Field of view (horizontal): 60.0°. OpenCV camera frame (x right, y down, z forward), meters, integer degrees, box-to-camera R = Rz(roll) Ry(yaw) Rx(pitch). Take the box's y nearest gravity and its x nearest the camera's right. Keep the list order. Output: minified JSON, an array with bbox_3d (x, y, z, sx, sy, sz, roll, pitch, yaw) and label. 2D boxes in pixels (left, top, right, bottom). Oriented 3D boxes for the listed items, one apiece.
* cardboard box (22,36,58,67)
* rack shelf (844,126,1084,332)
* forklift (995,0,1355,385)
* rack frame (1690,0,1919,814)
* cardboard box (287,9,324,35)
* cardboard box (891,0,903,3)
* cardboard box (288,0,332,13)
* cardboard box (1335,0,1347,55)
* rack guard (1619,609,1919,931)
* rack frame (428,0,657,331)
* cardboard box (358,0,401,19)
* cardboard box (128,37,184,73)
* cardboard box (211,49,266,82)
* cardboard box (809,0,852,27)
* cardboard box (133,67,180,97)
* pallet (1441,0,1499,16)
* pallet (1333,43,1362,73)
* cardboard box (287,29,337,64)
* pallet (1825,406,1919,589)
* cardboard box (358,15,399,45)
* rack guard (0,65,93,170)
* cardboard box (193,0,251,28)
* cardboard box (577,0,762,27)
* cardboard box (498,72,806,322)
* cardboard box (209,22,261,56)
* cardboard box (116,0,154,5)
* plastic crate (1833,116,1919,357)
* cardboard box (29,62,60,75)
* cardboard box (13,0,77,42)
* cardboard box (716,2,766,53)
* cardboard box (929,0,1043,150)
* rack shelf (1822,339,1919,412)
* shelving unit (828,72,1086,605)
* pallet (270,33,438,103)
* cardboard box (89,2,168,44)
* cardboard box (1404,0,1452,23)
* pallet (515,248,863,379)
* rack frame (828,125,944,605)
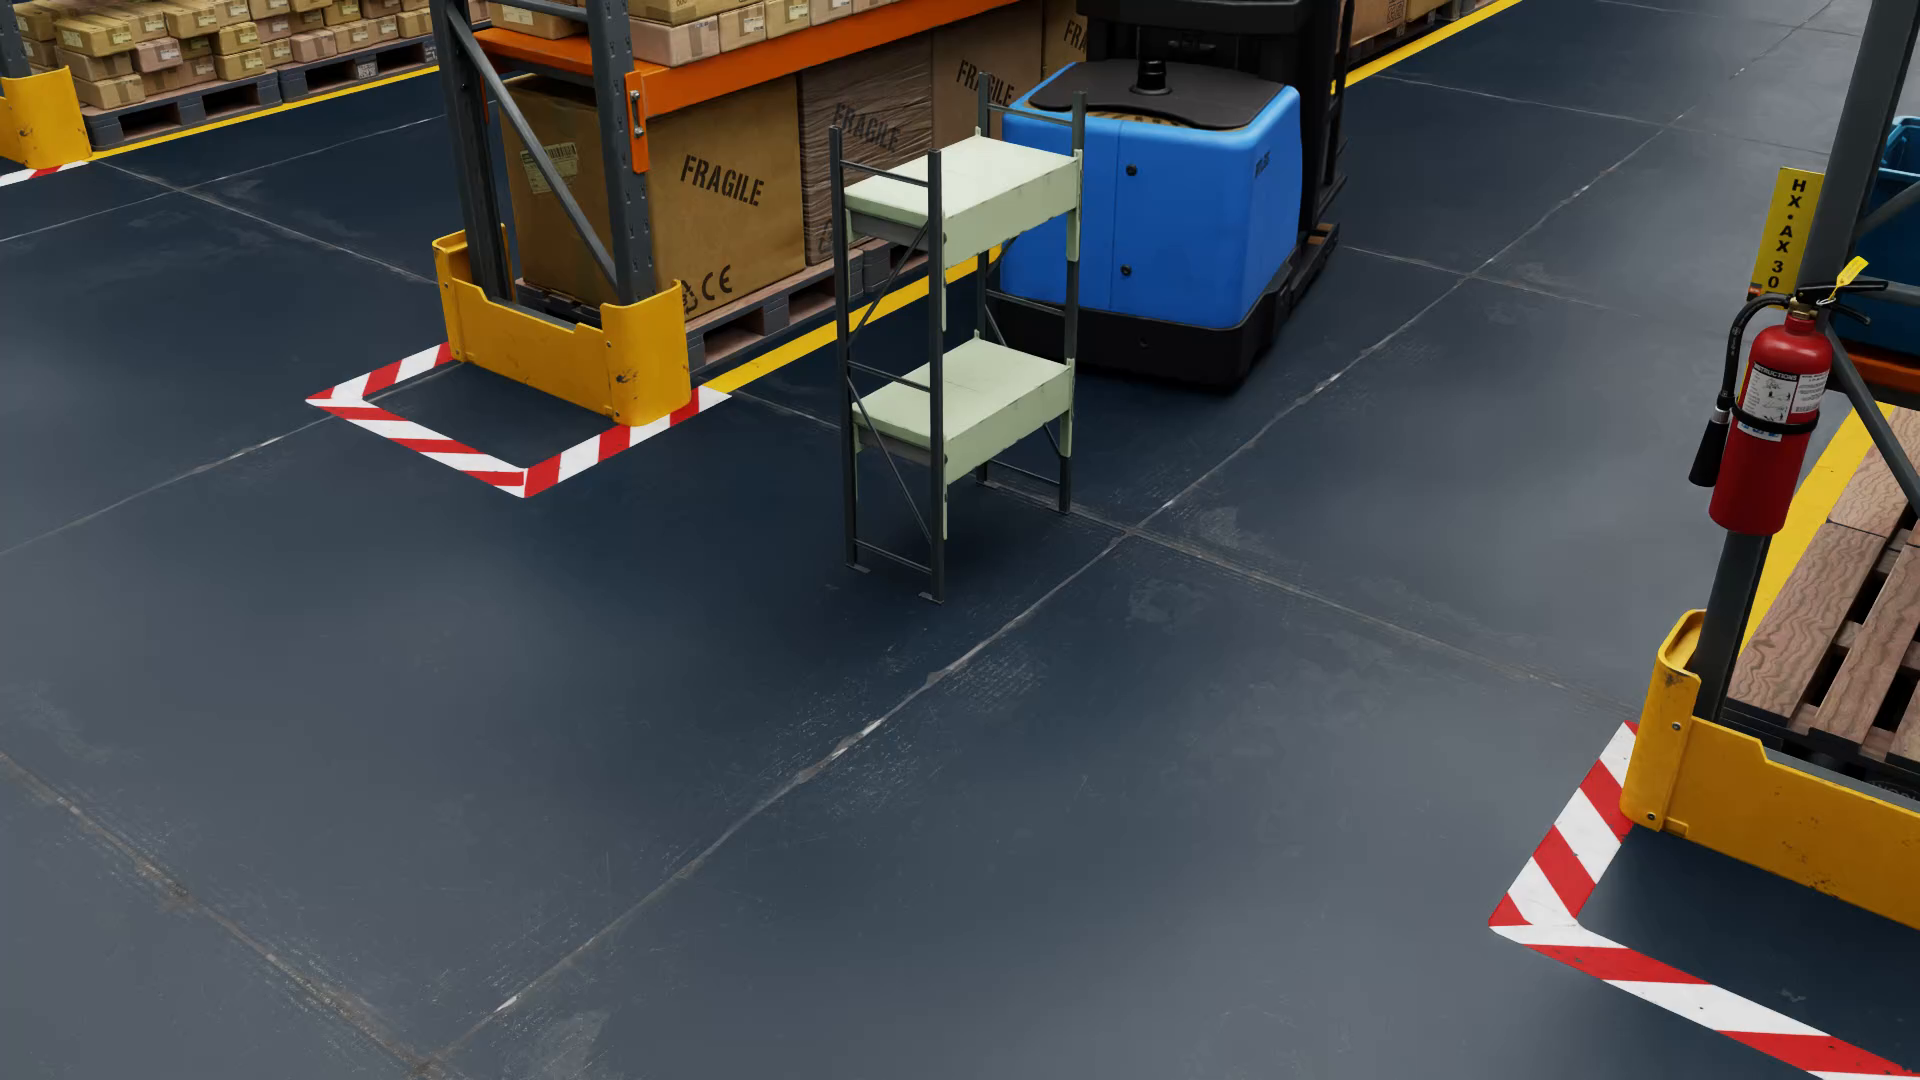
[{"bbox_3d":[-5.412,-2.930,9.844,0.380,0.149,0.250,20,36,30],"label":"cardboard box"},{"bbox_3d":[0.004,-0.984,5.173,0.431,0.370,0.720,21,37,31],"label":"rack shelf"},{"bbox_3d":[1.194,-2.616,7.290,1.130,2.935,3.031,12,33,20],"label":"forklift"},{"bbox_3d":[2.339,-0.454,3.573,1.000,3.000,0.127,21,37,31],"label":"rack frame"},{"bbox_3d":[-4.238,-3.313,10.491,0.380,0.149,0.250,23,38,34],"label":"cardboard box"},{"bbox_3d":[-0.358,-2.436,7.164,0.380,0.149,0.250,21,36,31],"label":"cardboard box"},{"bbox_3d":[-4.137,-3.405,10.354,0.380,0.149,0.250,22,37,32],"label":"cardboard box"},{"bbox_3d":[1.714,-3.500,10.386,1.225,0.875,0.875,20,36,30],"label":"cardboard box"},{"bbox_3d":[2.335,0.636,4.187,1.175,0.500,0.348,21,37,31],"label":"rack guard"},{"bbox_3d":[-1.610,-1.978,6.145,1.000,3.000,0.127,21,37,31],"label":"rack frame"},{"bbox_3d":[-3.872,-3.515,10.832,0.380,0.149,0.250,19,36,29],"label":"cardboard box"},{"bbox_3d":[-4.772,-2.855,9.719,0.380,0.149,0.250,21,37,31],"label":"cardboard box"},{"bbox_3d":[-4.453,-2.919,10.117,0.380,0.149,0.250,22,37,32],"label":"cardboard box"},{"bbox_3d":[-0.668,-2.228,6.813,0.380,0.149,0.250,20,36,31],"label":"cardboard box"},{"bbox_3d":[-4.839,-2.746,9.825,0.380,0.149,0.250,21,37,31],"label":"cardboard box"},{"bbox_3d":[3.692,-4.347,12.878,1.003,0.211,1.213,21,37,31],"label":"pallet"},{"bbox_3d":[1.946,-3.239,11.008,1.003,0.211,1.213,21,37,31],"label":"pallet"},{"bbox_3d":[-4.155,-3.126,10.468,0.380,0.149,0.250,19,36,29],"label":"cardboard box"},{"bbox_3d":[3.605,-0.071,5.663,1.003,0.211,1.213,21,37,31],"label":"pallet"},{"bbox_3d":[-3.890,-3.355,10.854,0.380,0.149,0.250,22,37,32],"label":"cardboard box"},{"bbox_3d":[-5.457,-2.501,9.480,1.175,0.500,0.348,21,37,31],"label":"rack guard"},{"bbox_3d":[-4.508,-3.202,10.012,0.380,0.149,0.250,19,36,29],"label":"cardboard box"},{"bbox_3d":[-1.105,-2.153,6.297,0.500,0.250,0.500,20,36,30],"label":"cardboard box"},{"bbox_3d":[-1.287,-1.529,7.060,0.875,0.875,0.875,21,37,31],"label":"cardboard box"},{"bbox_3d":[-4.453,-3.053,10.052,0.380,0.149,0.250,22,37,33],"label":"cardboard box"},{"bbox_3d":[-5.133,-3.278,10.139,0.380,0.149,0.250,20,36,30],"label":"cardboard box"},{"bbox_3d":[2.392,-0.688,3.875,0.616,0.435,0.499,21,37,31],"label":"plastic crate"},{"bbox_3d":[-5.352,-2.778,9.879,0.380,0.149,0.250,22,37,32],"label":"cardboard box"},{"bbox_3d":[-5.386,-3.049,9.753,0.380,0.149,0.250,22,37,32],"label":"cardboard box"},{"bbox_3d":[-0.979,-2.017,6.458,0.380,0.149,0.250,21,36,31],"label":"cardboard box"},{"bbox_3d":[-0.201,-2.261,8.295,0.875,0.875,0.875,21,37,31],"label":"cardboard box"},{"bbox_3d":[3.546,-0.957,5.128,1.077,0.370,4.000,21,37,31],"label":"rack shelf"},{"bbox_3d":[0.004,-0.648,5.372,0.431,1.500,0.755,21,37,31],"label":"shelving unit"},{"bbox_3d":[-4.202,-3.190,10.925,1.003,0.211,1.213,21,37,31],"label":"pallet"},{"bbox_3d":[-4.846,-3.013,9.693,0.380,0.149,0.250,22,37,32],"label":"cardboard box"},{"bbox_3d":[2.786,-4.222,11.604,1.225,0.875,0.875,19,36,29],"label":"cardboard box"},{"bbox_3d":[-1.190,-1.127,7.445,1.003,0.211,1.213,21,37,31],"label":"pallet"},{"bbox_3d":[-0.217,-0.499,5.121,0.400,1.500,0.023,21,37,31],"label":"rack frame"}]
